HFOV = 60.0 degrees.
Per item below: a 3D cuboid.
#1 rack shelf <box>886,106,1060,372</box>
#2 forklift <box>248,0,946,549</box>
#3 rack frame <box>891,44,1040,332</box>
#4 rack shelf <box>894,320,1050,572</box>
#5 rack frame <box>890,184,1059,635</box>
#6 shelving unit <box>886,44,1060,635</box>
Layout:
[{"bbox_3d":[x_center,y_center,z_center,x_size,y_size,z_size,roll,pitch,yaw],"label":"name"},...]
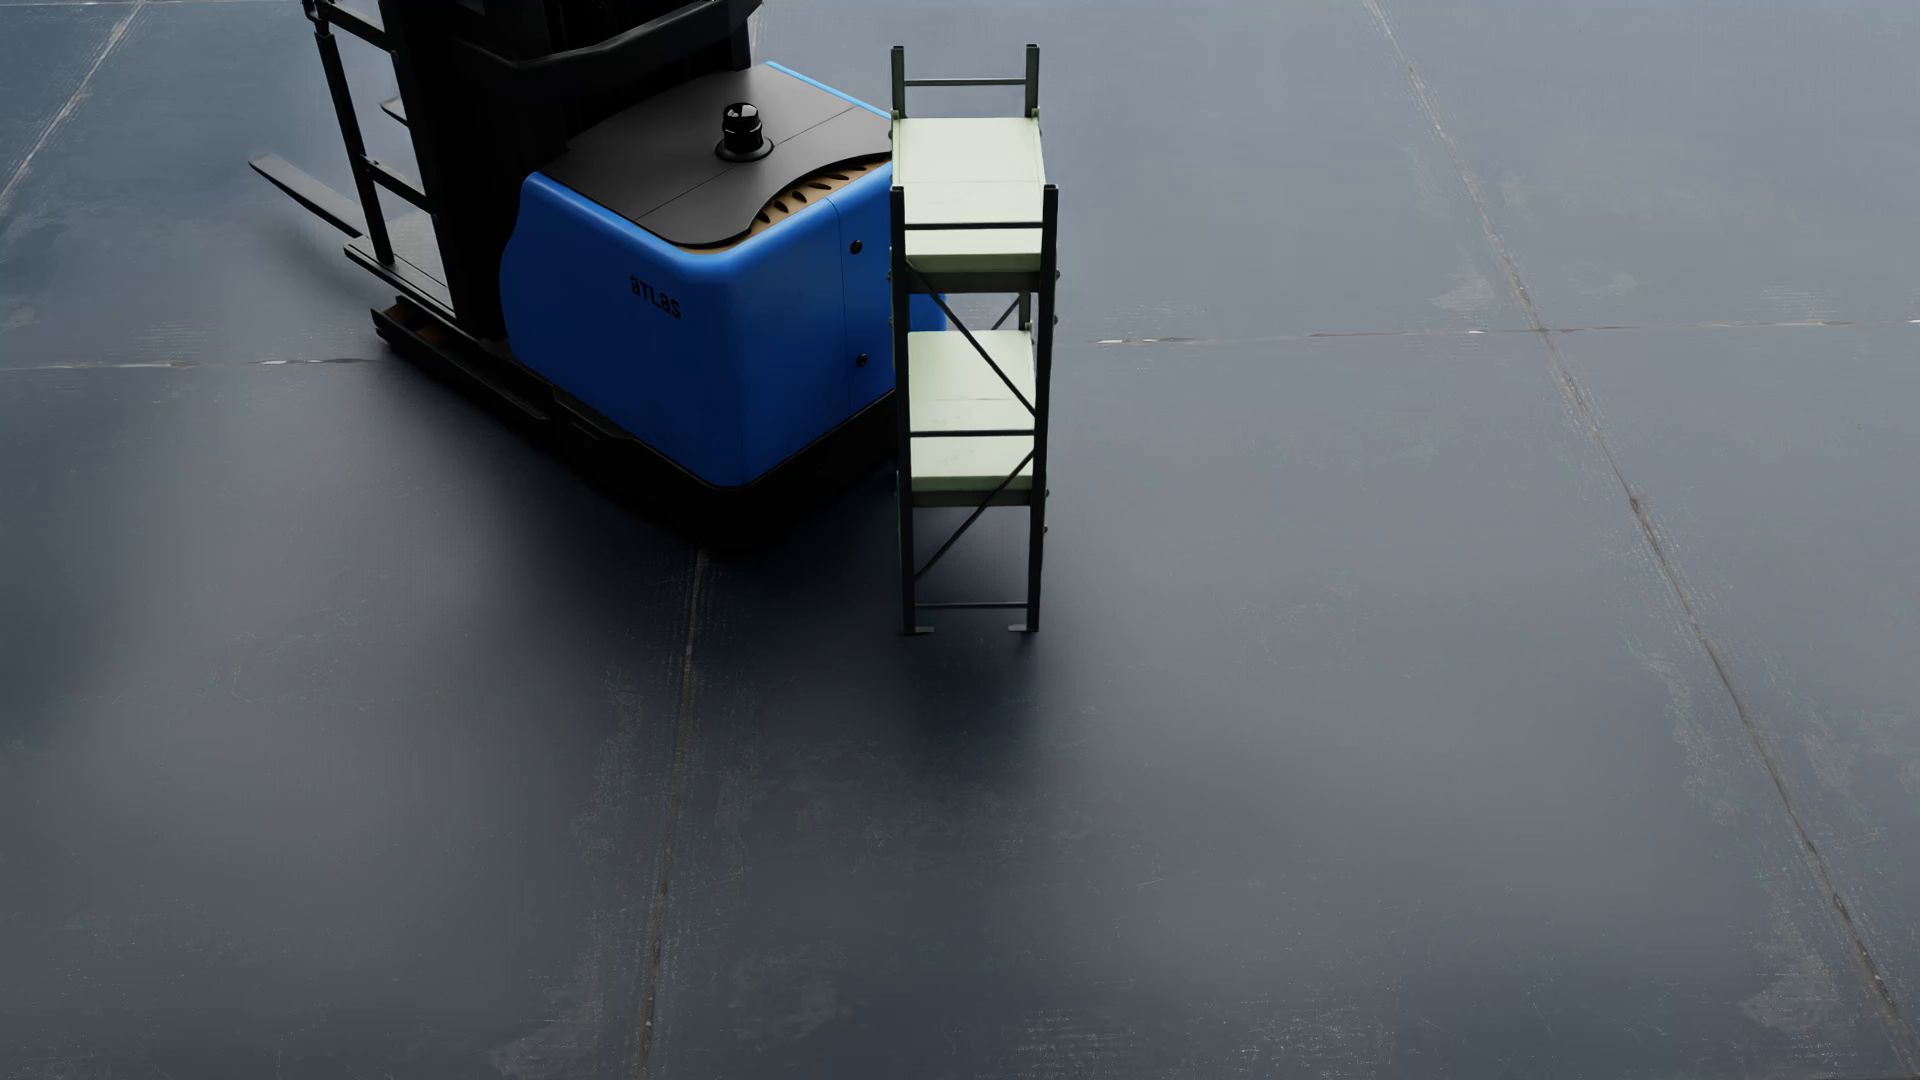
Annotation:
[{"bbox_3d":[0.024,-0.817,4.454,0.431,0.370,0.720,-1,43,-1],"label":"rack shelf"},{"bbox_3d":[-1.464,-1.913,5.168,3.031,2.935,1.130,31,51,29],"label":"forklift"},{"bbox_3d":[0.014,-0.777,4.988,0.400,1.500,0.023,-1,43,-1],"label":"rack frame"},{"bbox_3d":[0.024,-0.289,4.938,0.431,0.370,0.720,-1,43,-1],"label":"rack shelf"},{"bbox_3d":[0.033,-0.282,4.448,0.400,1.500,0.023,-1,43,-1],"label":"rack frame"},{"bbox_3d":[0.024,-0.530,4.718,0.431,1.500,0.755,-1,43,-1],"label":"shelving unit"}]
